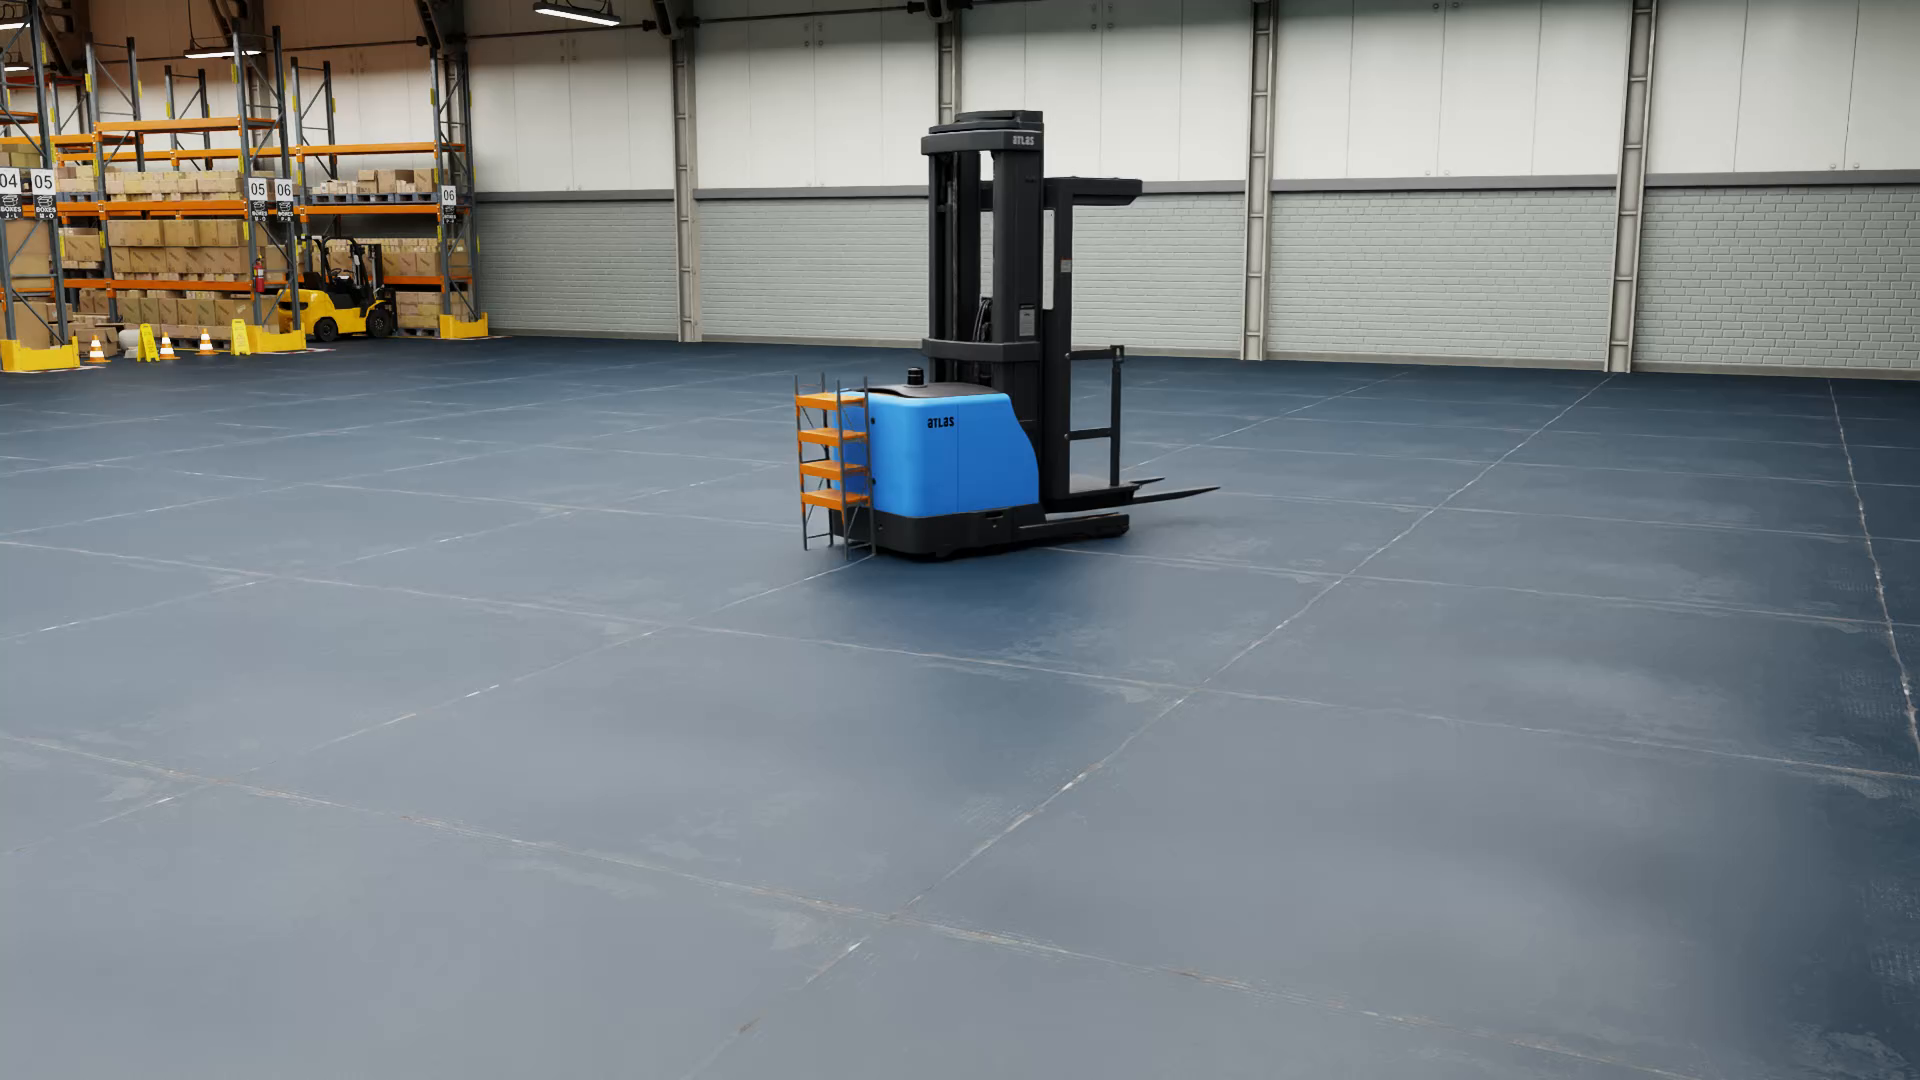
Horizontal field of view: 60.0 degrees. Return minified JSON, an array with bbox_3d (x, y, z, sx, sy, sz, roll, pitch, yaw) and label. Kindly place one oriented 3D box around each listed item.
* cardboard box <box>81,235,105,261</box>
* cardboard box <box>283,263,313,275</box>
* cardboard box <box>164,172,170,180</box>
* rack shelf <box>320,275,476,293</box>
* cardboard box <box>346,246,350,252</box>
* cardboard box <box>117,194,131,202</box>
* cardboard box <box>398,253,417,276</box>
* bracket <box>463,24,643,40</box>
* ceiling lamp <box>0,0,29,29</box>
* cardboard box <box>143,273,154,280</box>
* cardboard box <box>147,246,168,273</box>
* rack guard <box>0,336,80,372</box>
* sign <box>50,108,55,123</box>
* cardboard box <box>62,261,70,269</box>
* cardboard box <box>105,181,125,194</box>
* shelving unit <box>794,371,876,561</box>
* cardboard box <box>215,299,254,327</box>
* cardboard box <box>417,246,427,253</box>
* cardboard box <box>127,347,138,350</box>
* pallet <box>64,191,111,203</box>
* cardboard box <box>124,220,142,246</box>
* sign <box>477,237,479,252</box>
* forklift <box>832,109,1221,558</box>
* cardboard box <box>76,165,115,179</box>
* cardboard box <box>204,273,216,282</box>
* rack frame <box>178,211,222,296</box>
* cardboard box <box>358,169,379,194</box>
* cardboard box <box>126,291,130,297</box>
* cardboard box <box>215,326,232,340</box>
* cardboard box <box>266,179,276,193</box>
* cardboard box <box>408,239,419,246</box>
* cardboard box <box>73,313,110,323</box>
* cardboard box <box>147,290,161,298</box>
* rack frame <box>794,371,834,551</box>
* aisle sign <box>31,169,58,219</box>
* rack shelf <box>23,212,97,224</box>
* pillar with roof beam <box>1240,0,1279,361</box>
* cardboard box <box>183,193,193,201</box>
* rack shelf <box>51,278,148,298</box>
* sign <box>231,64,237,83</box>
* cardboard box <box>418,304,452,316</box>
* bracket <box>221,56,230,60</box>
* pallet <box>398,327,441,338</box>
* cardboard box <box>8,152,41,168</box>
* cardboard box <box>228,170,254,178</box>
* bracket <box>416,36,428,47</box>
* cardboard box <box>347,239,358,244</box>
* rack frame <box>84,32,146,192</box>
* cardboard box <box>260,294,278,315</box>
[{"bbox_3d":[-17.043,-5.795,33.034,0.500,0.500,0.500,5,11,25],"label":"cardboard box"},{"bbox_3d":[-14.901,-6.111,37.492,0.500,0.250,0.500,5,12,27],"label":"cardboard box"},{"bbox_3d":[-14.958,-6.952,31.764,0.250,0.149,0.380,5,12,27],"label":"cardboard box"},{"bbox_3d":[-12.540,-5.675,36.684,4.000,0.370,1.077,5,11,26],"label":"rack shelf"},{"bbox_3d":[-13.262,-6.399,36.564,0.250,0.149,0.380,5,11,25],"label":"cardboard box"},{"bbox_3d":[-16.147,-6.652,32.346,0.250,0.149,0.380,5,11,26],"label":"cardboard box"},{"bbox_3d":[-11.765,-5.960,35.956,0.500,0.500,0.500,5,12,28],"label":"cardboard box"},{"bbox_3d":[-8.431,-10.500,34.369,4.783,0.066,0.076,5,11,26],"label":"bracket"},{"bbox_3d":[-17.373,-10.858,30.068,2.000,3.185,0.800,5,11,26],"label":"ceiling lamp"},{"bbox_3d":[-15.679,-5.141,32.419,0.250,0.149,0.380,5,12,28],"label":"cardboard box"},{"bbox_3d":[-15.351,-5.432,32.207,0.500,0.500,0.500,5,11,25],"label":"cardboard box"},{"bbox_3d":[-15.018,-3.048,27.167,0.348,0.500,1.175,5,11,26],"label":"rack guard"},{"bbox_3d":[-21.765,-10.182,39.878,0.005,0.325,0.100,5,11,26],"label":"sign"},{"bbox_3d":[-17.816,-5.531,33.393,0.250,0.149,0.380,5,11,26],"label":"cardboard box"},{"bbox_3d":[-16.253,-6.864,32.395,0.500,0.250,0.500,5,11,25],"label":"cardboard box"},{"bbox_3d":[-0.836,-0.501,11.095,0.258,1.200,0.503,-12,15,-38],"label":"shelving unit"},{"bbox_3d":[-13.773,-4.322,31.626,0.500,0.500,0.500,5,11,26],"label":"cardboard box"},{"bbox_3d":[-11.424,-6.238,35.671,0.250,0.149,0.380,5,12,27],"label":"cardboard box"},{"bbox_3d":[-15.008,-3.456,30.409,0.380,0.149,0.250,-7,12,-33],"label":"cardboard box"},{"bbox_3d":[-17.033,-6.843,33.221,1.003,0.211,1.213,5,11,26],"label":"pallet"},{"bbox_3d":[-15.780,-5.968,32.359,0.500,0.500,0.700,5,11,26],"label":"cardboard box"},{"bbox_3d":[-10.496,-6.424,36.152,0.005,0.325,0.100,5,11,26],"label":"sign"},{"bbox_3d":[0.590,-1.511,11.850,3.031,2.935,1.130,-8,13,-37],"label":"forklift"},{"bbox_3d":[-17.103,-7.274,32.913,0.500,0.250,0.500,5,12,27],"label":"cardboard box"},{"bbox_3d":[-14.111,-4.991,31.592,0.250,0.149,0.380,5,12,27],"label":"cardboard box"},{"bbox_3d":[-17.921,-6.502,39.232,0.127,3.000,1.000,5,11,26],"label":"rack frame"},{"bbox_3d":[-12.633,-7.799,36.226,0.637,0.503,0.797,5,12,28],"label":"cardboard box"},{"bbox_3d":[-19.850,-5.932,40.105,0.250,0.149,0.380,5,11,26],"label":"cardboard box"},{"bbox_3d":[-13.805,-3.955,31.699,0.500,0.250,0.500,5,11,26],"label":"cardboard box"},{"bbox_3d":[-13.273,-6.709,31.541,0.500,0.250,0.500,5,11,25],"label":"cardboard box"},{"bbox_3d":[-11.643,-6.411,35.796,0.250,0.149,0.380,5,12,27],"label":"cardboard box"},{"bbox_3d":[-17.644,-4.404,33.841,0.625,0.372,0.950,6,12,29],"label":"cardboard box"},{"bbox_3d":[-15.570,-4.786,32.367,0.250,0.149,0.380,6,12,28],"label":"cardboard box"},{"bbox_3d":[-0.990,-0.534,11.281,0.240,1.200,0.015,-12,15,-38],"label":"rack frame"},{"bbox_3d":[-14.843,-5.601,26.957,0.004,0.787,0.394,5,11,26],"label":"aisle sign"},{"bbox_3d":[-23.302,-8.097,41.641,4.000,0.370,1.077,5,11,26],"label":"rack shelf"},{"bbox_3d":[3.265,-6.916,24.677,0.548,9.000,9.100,5,11,26],"label":"pillar with roof beam"},{"bbox_3d":[-14.519,-6.520,31.613,0.250,0.149,0.380,5,11,24],"label":"cardboard box"},{"bbox_3d":[-18.320,-5.197,34.043,4.000,0.370,1.077,5,11,26],"label":"rack shelf"},{"bbox_3d":[-13.203,-8.481,30.254,0.005,0.325,0.100,5,11,26],"label":"sign"},{"bbox_3d":[-11.322,-4.959,35.848,0.500,0.250,0.500,5,11,25],"label":"cardboard box"},{"bbox_3d":[-16.882,-11.242,38.472,0.430,0.232,0.235,5,11,26],"label":"bracket"},{"bbox_3d":[-11.451,-4.553,36.293,1.213,0.211,1.003,5,11,26],"label":"pallet"},{"bbox_3d":[-15.358,-6.163,27.065,0.500,0.250,0.500,5,11,26],"label":"cardboard box"},{"bbox_3d":[-13.374,-6.803,30.938,0.250,0.149,0.380,5,11,26],"label":"cardboard box"},{"bbox_3d":[-11.502,-10.769,35.860,0.430,0.232,0.235,5,11,26],"label":"bracket"},{"bbox_3d":[-13.242,-6.551,36.567,0.250,0.149,0.380,5,11,25],"label":"cardboard box"},{"bbox_3d":[-16.527,-8.346,32.574,0.127,3.000,1.000,5,11,26],"label":"rack frame"},{"bbox_3d":[-15.499,-5.326,38.226,0.625,0.625,0.875,5,11,25],"label":"cardboard box"}]
